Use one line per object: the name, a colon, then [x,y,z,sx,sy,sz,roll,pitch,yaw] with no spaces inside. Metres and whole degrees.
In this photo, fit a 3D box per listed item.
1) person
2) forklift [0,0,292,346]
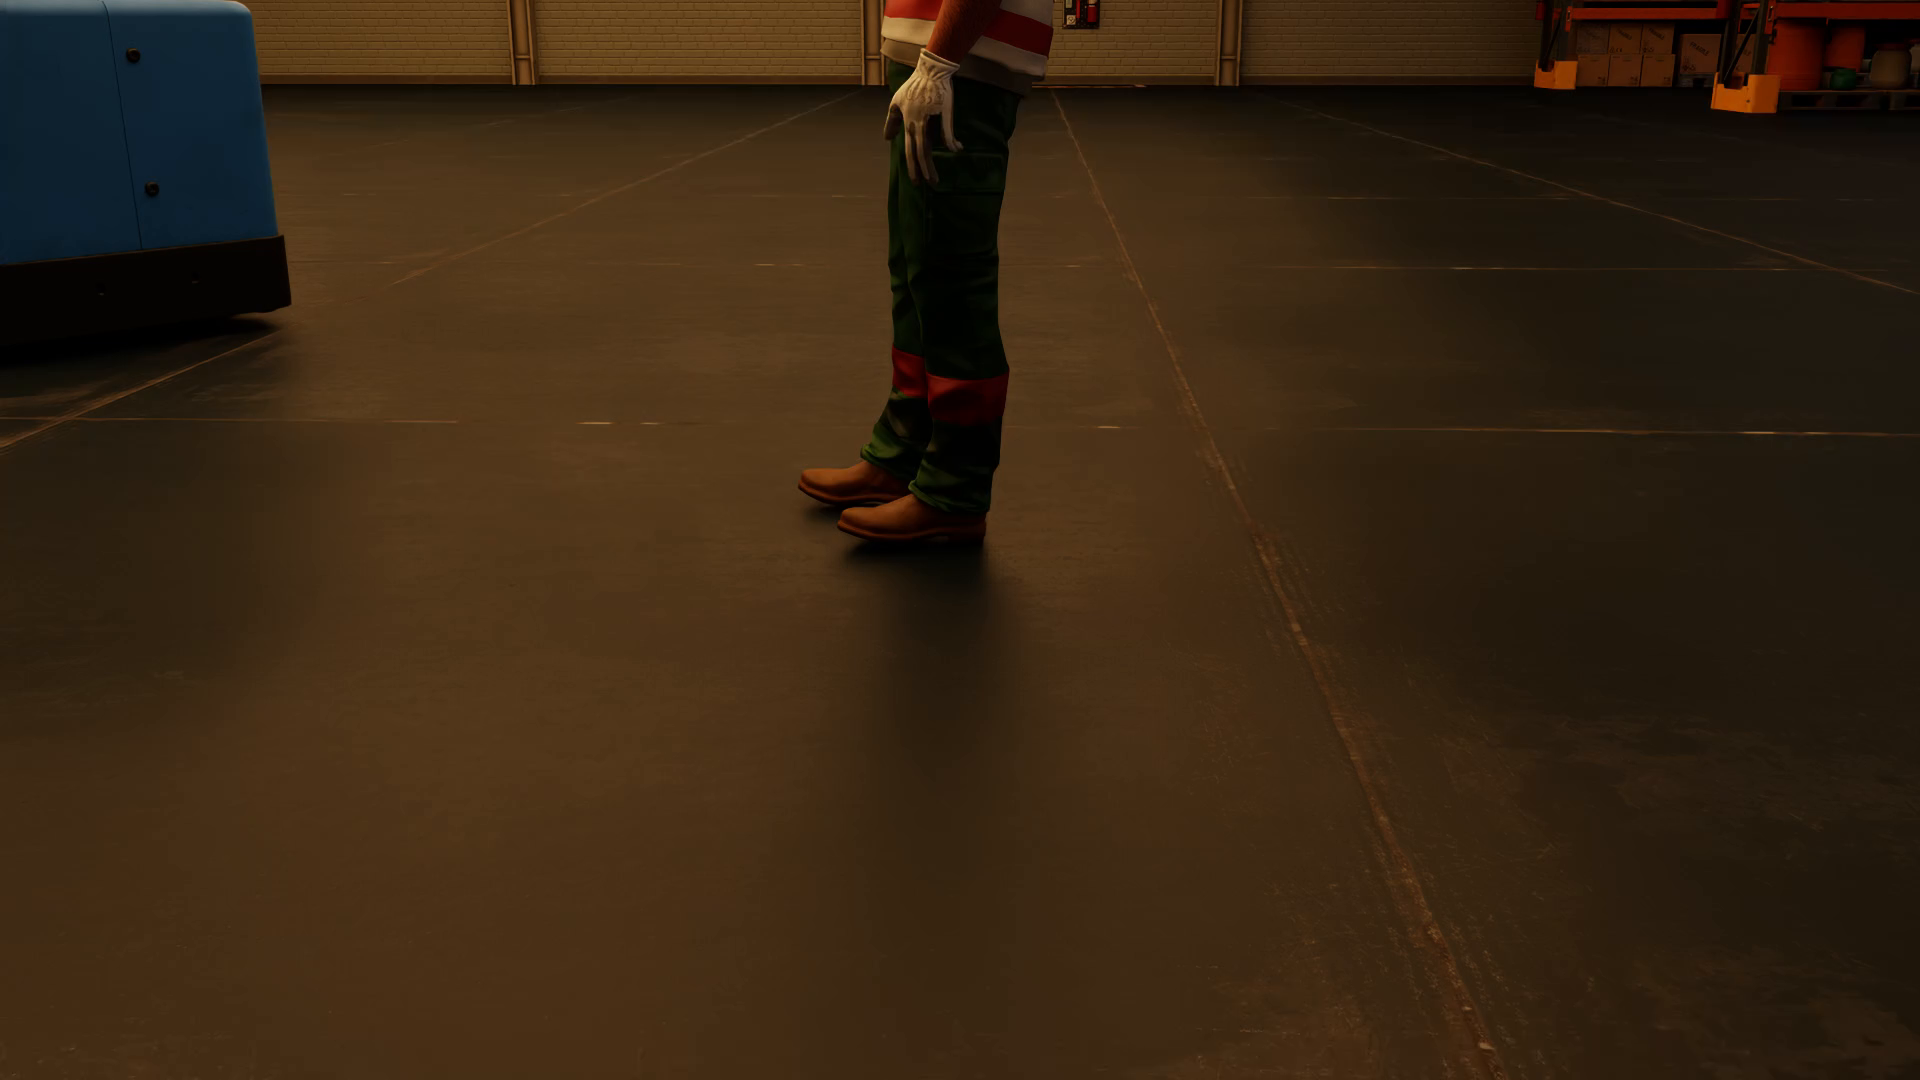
person: [-0.079,-0.866,3.119,0.564,1.787,0.637,1,17,2]
forklift: [-3.778,-2.299,5.834,3.031,2.935,1.130,13,22,36]
